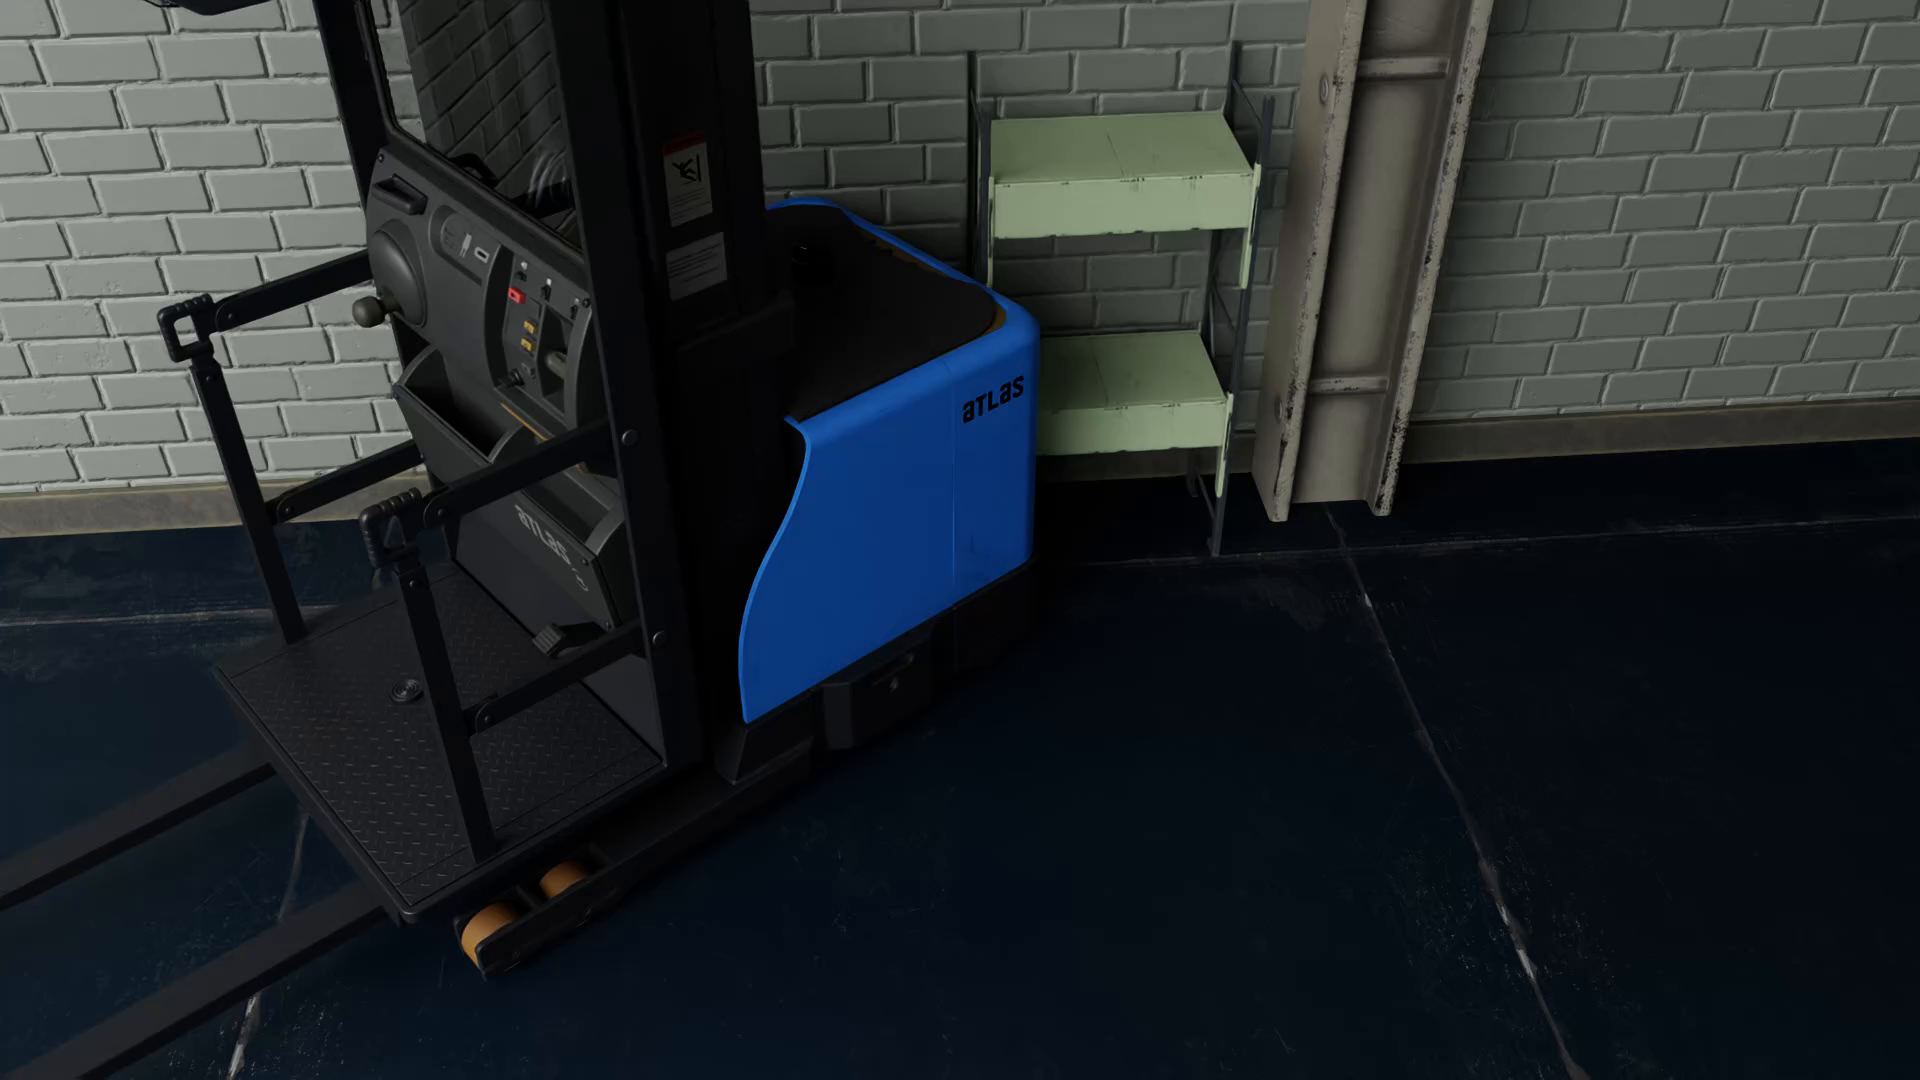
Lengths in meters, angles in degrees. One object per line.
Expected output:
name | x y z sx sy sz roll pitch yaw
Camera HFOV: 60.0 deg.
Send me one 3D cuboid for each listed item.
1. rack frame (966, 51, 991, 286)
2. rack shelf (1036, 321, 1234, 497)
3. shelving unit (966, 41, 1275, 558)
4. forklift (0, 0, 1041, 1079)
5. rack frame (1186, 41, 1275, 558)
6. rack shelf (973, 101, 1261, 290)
rack frame | 0.049 -0.613 4.816 0.023 1.500 0.400 -4 38 -4
rack shelf | 0.413 -0.380 5.046 0.720 0.370 0.431 -4 38 -4
shelving unit | 0.413 -0.636 4.845 0.755 1.500 0.431 -4 38 -4
forklift | -1.212 -0.493 3.509 3.031 2.935 1.130 -29 47 -32
rack frame | 0.777 -0.658 4.873 0.023 1.500 0.400 -4 38 -4
rack shelf | 0.413 -0.942 4.603 0.720 0.370 0.431 -4 38 -4
